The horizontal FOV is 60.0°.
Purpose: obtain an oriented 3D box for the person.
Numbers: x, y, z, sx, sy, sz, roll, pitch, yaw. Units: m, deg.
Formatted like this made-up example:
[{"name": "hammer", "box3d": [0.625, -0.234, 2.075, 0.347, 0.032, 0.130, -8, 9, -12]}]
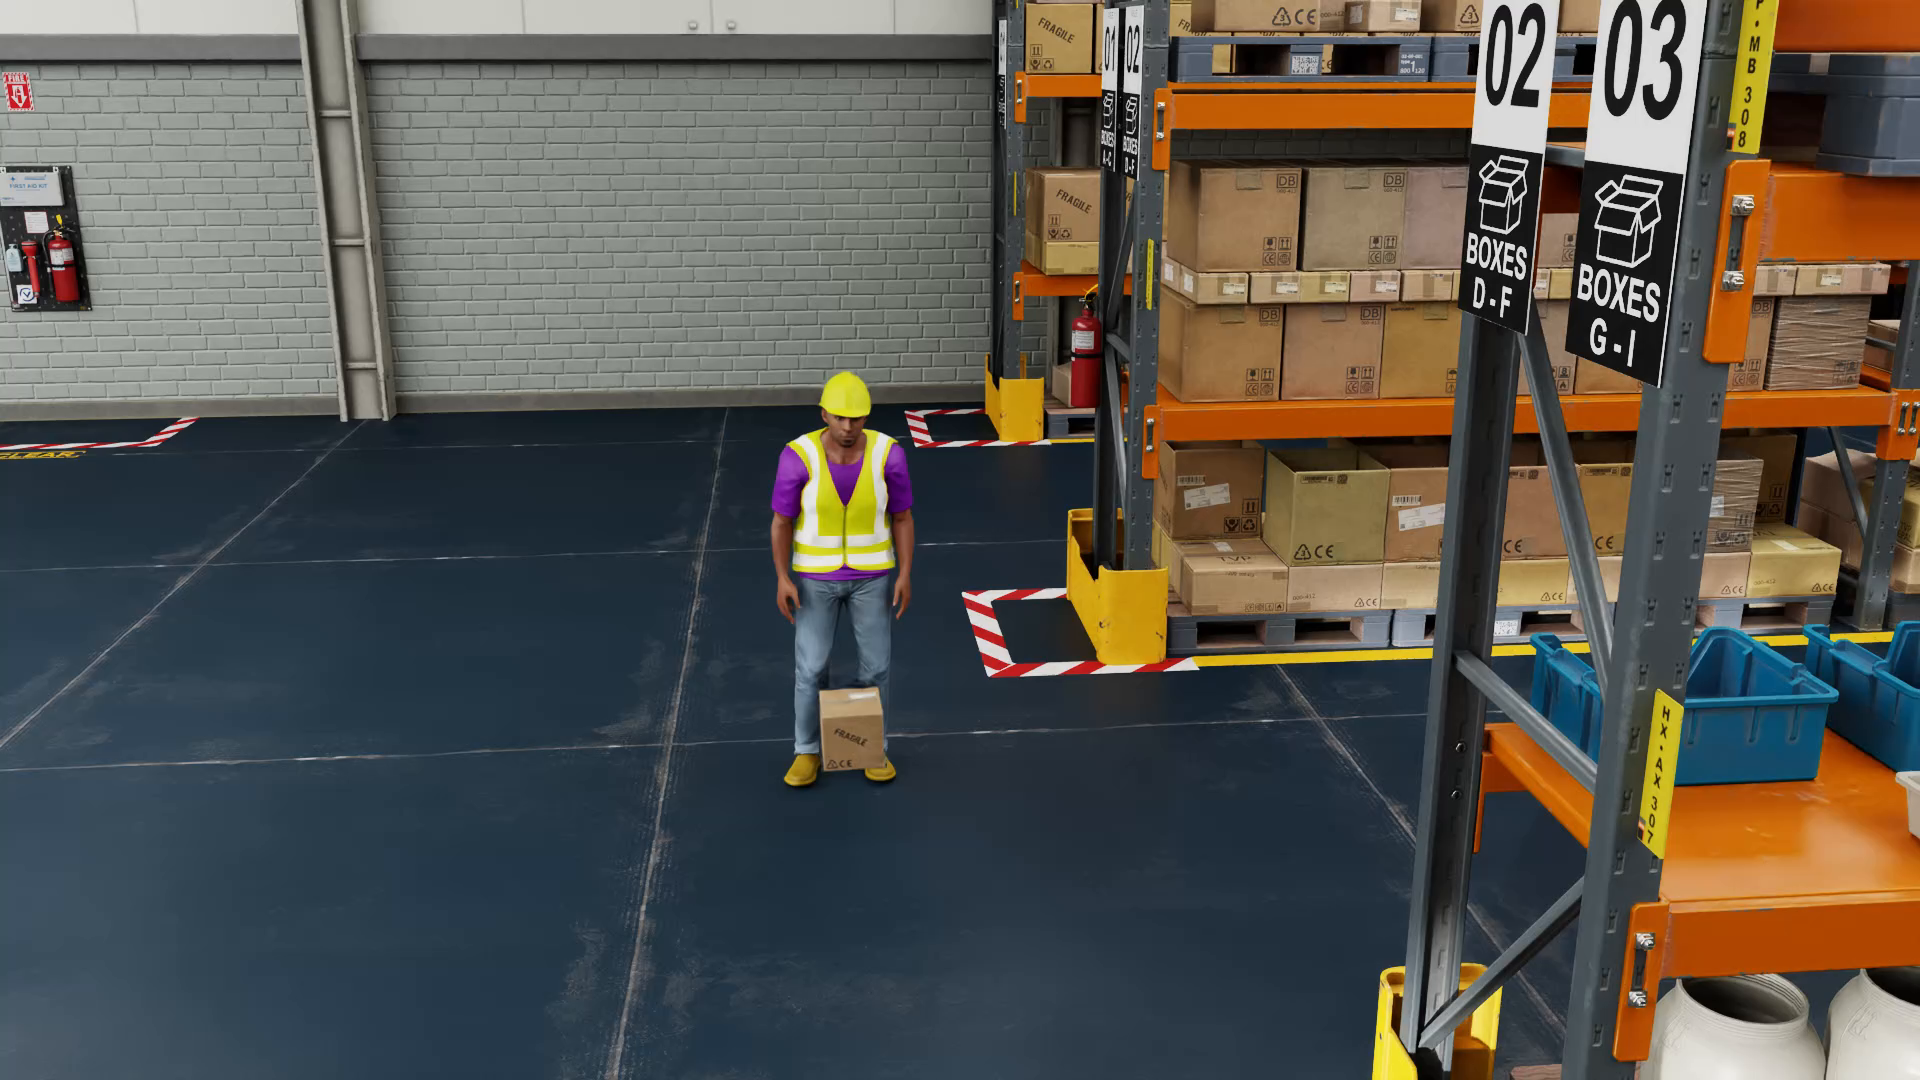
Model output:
[{"name": "person", "box3d": [-0.485, 0.158, 6.975, 0.601, 1.763, 0.443, -2, 17, -7]}]
